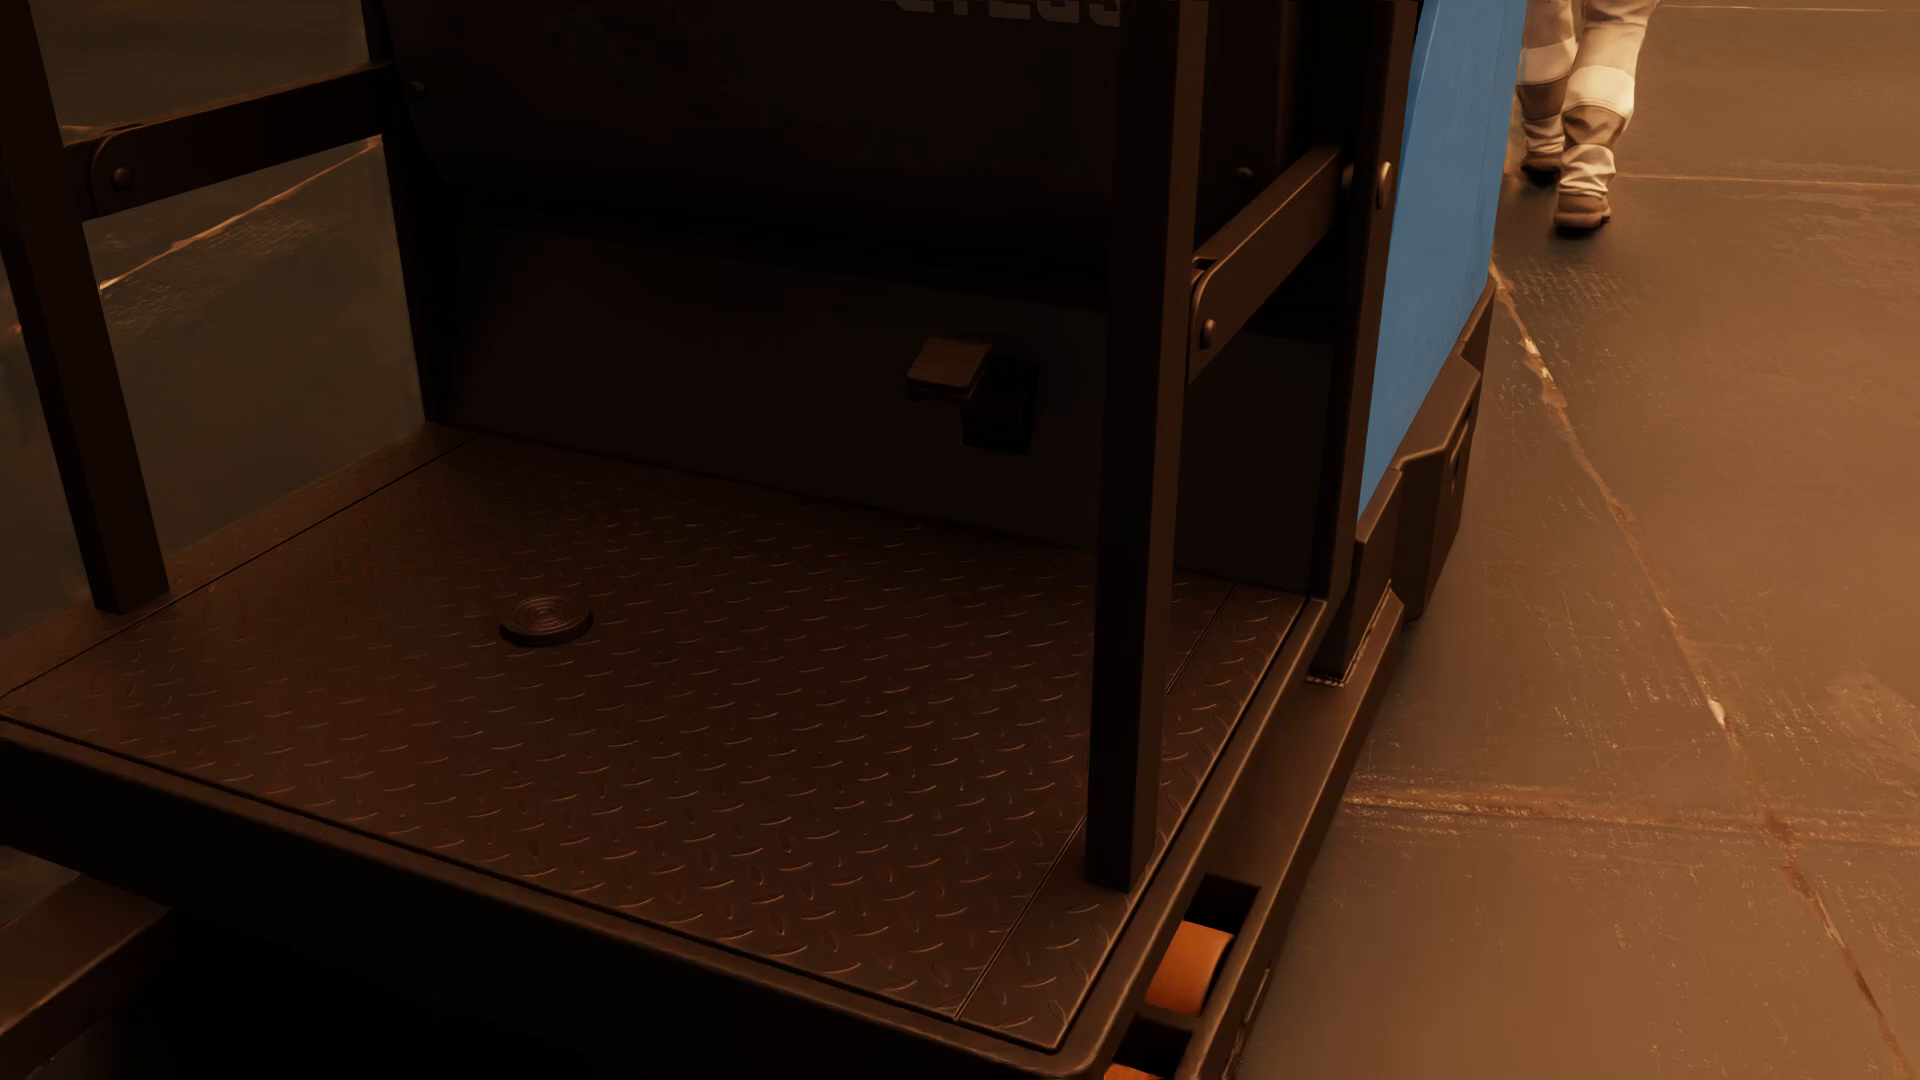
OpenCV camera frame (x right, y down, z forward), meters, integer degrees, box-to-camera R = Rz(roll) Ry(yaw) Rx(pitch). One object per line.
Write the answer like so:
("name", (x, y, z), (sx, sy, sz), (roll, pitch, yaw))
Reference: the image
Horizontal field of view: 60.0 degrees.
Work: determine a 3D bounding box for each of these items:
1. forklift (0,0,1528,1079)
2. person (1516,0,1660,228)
("forklift", (-0.226, -0.949, 1.118), (1.130, 2.935, 3.031), (11, 29, 22))
("person", (1.507, -1.606, 3.831), (0.570, 1.732, 0.960), (4, 27, 9))
